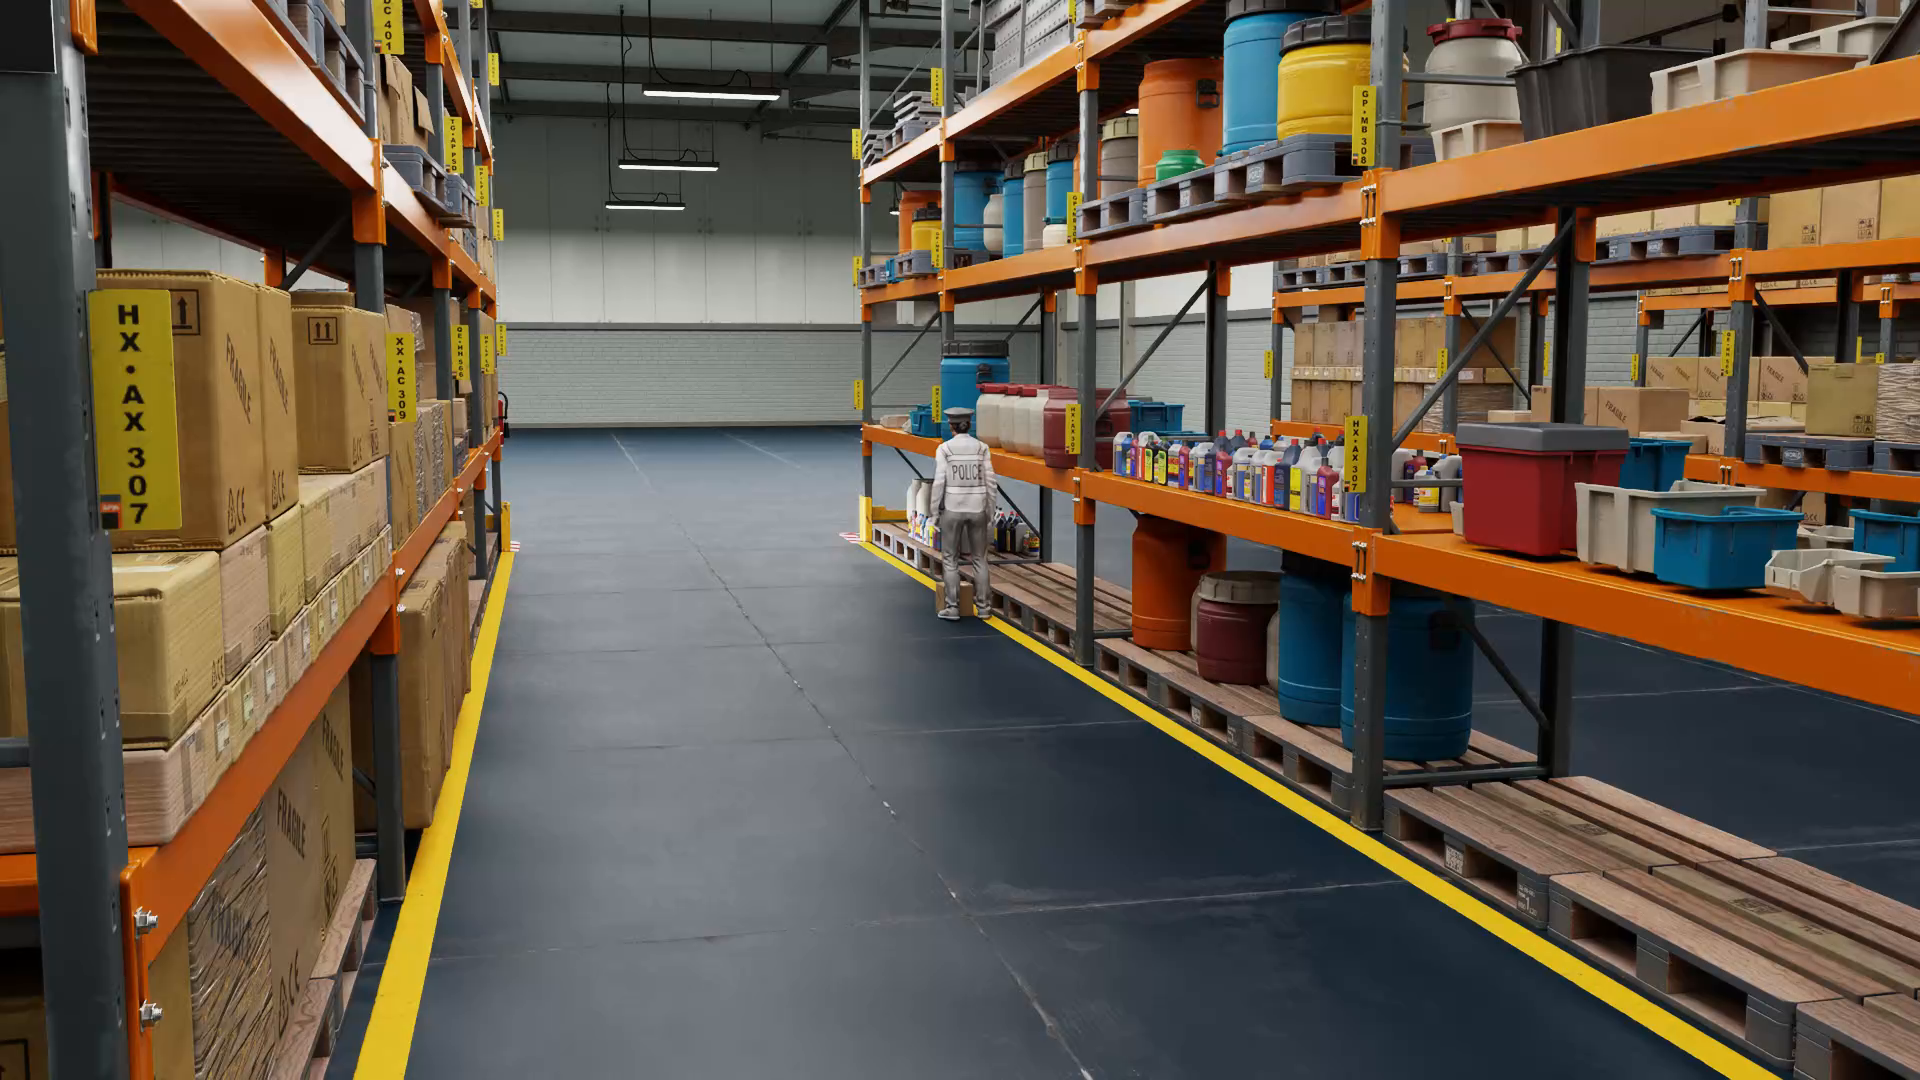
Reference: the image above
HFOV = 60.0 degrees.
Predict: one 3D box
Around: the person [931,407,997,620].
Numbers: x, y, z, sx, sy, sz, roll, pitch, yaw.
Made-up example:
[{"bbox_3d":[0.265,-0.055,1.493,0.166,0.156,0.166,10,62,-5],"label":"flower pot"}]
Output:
[{"bbox_3d":[0.029,-0.203,13.029,0.526,1.663,0.375,-2,6,-14],"label":"person"}]
